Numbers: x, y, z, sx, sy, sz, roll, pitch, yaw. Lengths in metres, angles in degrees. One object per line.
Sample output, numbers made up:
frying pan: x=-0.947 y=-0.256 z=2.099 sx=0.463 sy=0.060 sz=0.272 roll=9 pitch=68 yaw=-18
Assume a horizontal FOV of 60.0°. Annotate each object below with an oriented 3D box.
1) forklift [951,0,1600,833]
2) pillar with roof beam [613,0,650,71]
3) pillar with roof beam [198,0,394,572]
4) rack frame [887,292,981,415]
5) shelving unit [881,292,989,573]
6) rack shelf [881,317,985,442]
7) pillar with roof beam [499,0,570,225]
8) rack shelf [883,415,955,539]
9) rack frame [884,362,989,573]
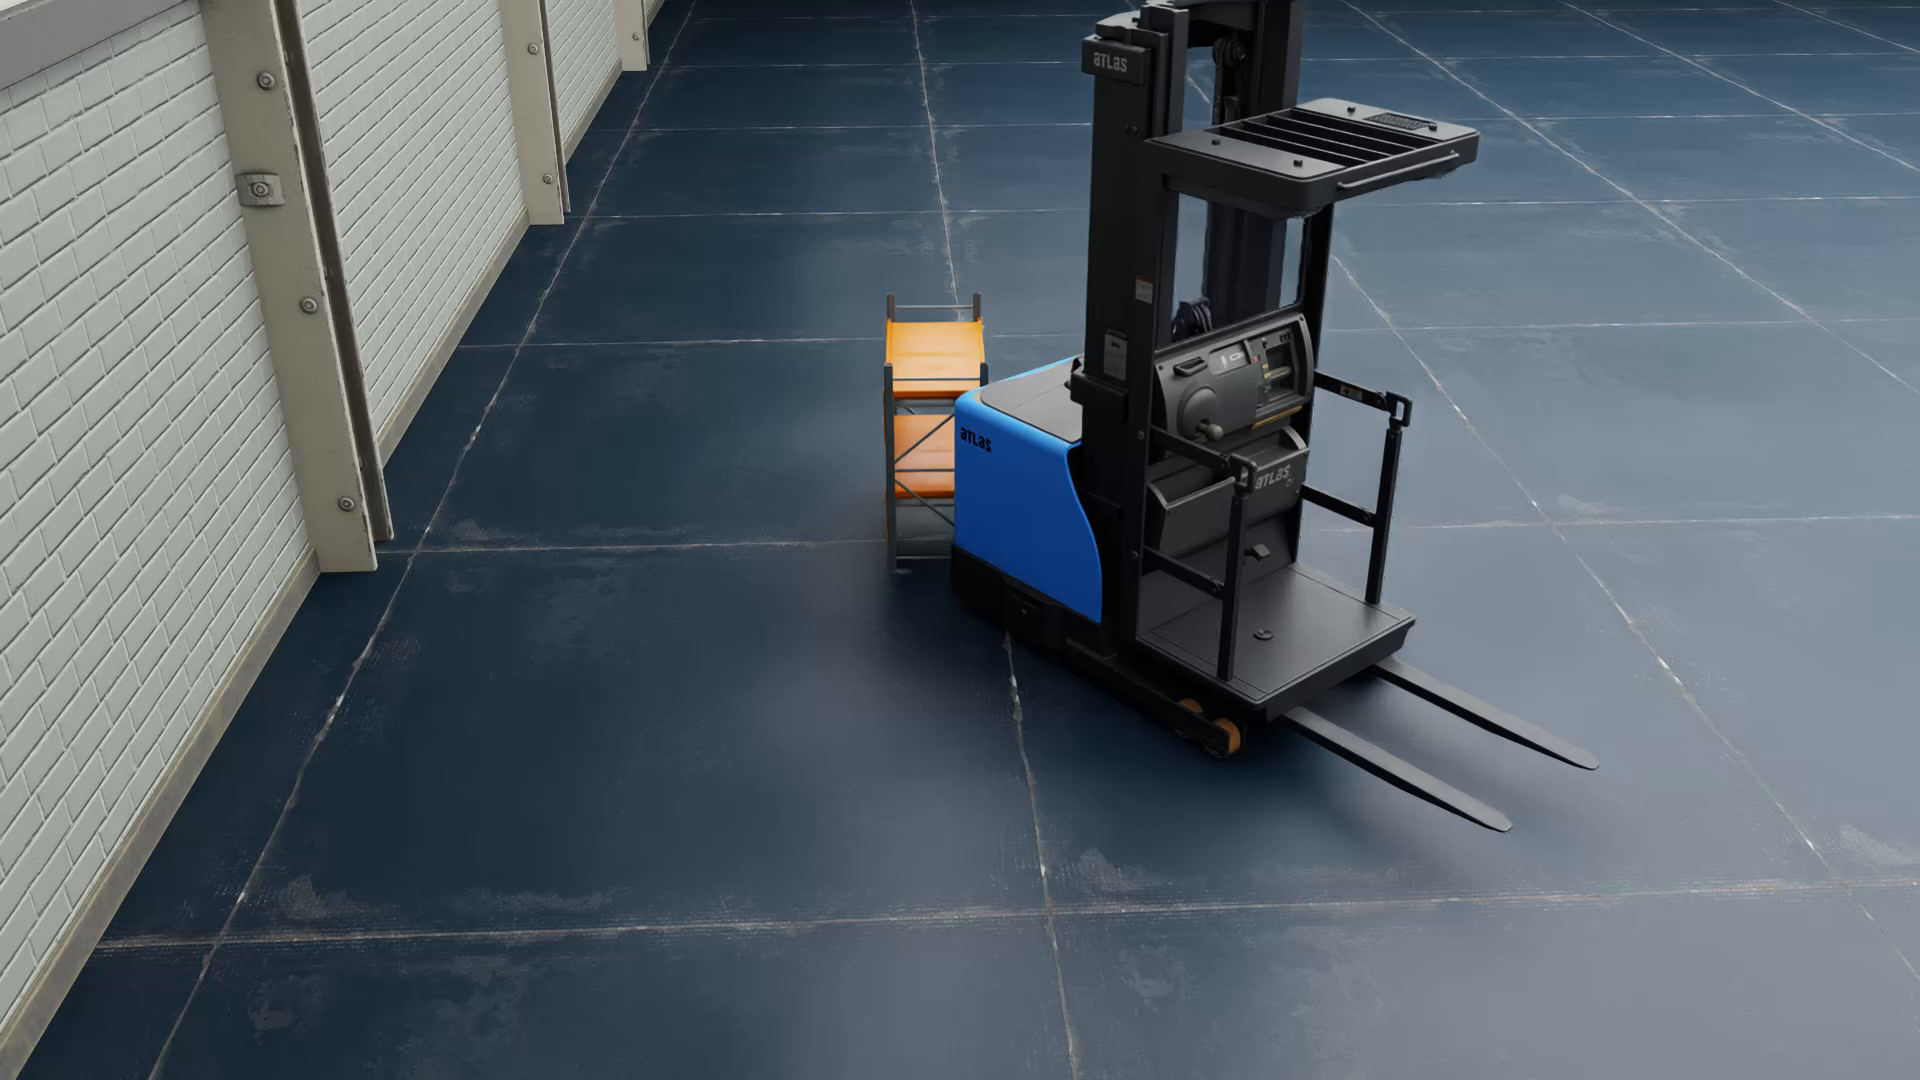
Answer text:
forklift: x=1.296 y=-0.648 z=6.823 sx=1.130 sy=2.935 sz=3.031 roll=-22 pitch=34 yaw=-35
pillar with roof beam: x=0.535 y=-9.567 z=17.362 sx=9.100 sy=9.000 sz=0.400 roll=-1 pitch=28 yaw=-3
pillar with roof beam: x=1.162 y=-4.025 z=6.737 sx=9.100 sy=9.000 sz=0.400 roll=-1 pitch=28 yaw=-3
rack frame: x=-0.138 y=-0.811 z=9.088 sx=0.500 sy=1.125 sz=0.032 roll=-1 pitch=28 yaw=-1
shelving unit: x=-0.125 y=-0.576 z=8.638 sx=0.538 sy=1.125 sz=1.048 roll=-1 pitch=28 yaw=-1
rack shelf: x=-0.125 y=-0.835 z=8.502 sx=0.538 sy=0.278 sz=1.000 roll=-1 pitch=28 yaw=-1
pillar with roof beam: x=0.849 y=-6.796 z=12.049 sx=9.100 sy=9.000 sz=0.400 roll=-1 pitch=28 yaw=-3
rack shelf: x=-0.125 y=-0.359 z=8.751 sx=0.538 sy=0.278 sz=1.000 roll=-1 pitch=28 yaw=-1
rack frame: x=-0.113 y=-0.341 z=8.187 sx=0.500 sy=1.125 sz=0.032 roll=-1 pitch=28 yaw=-1
